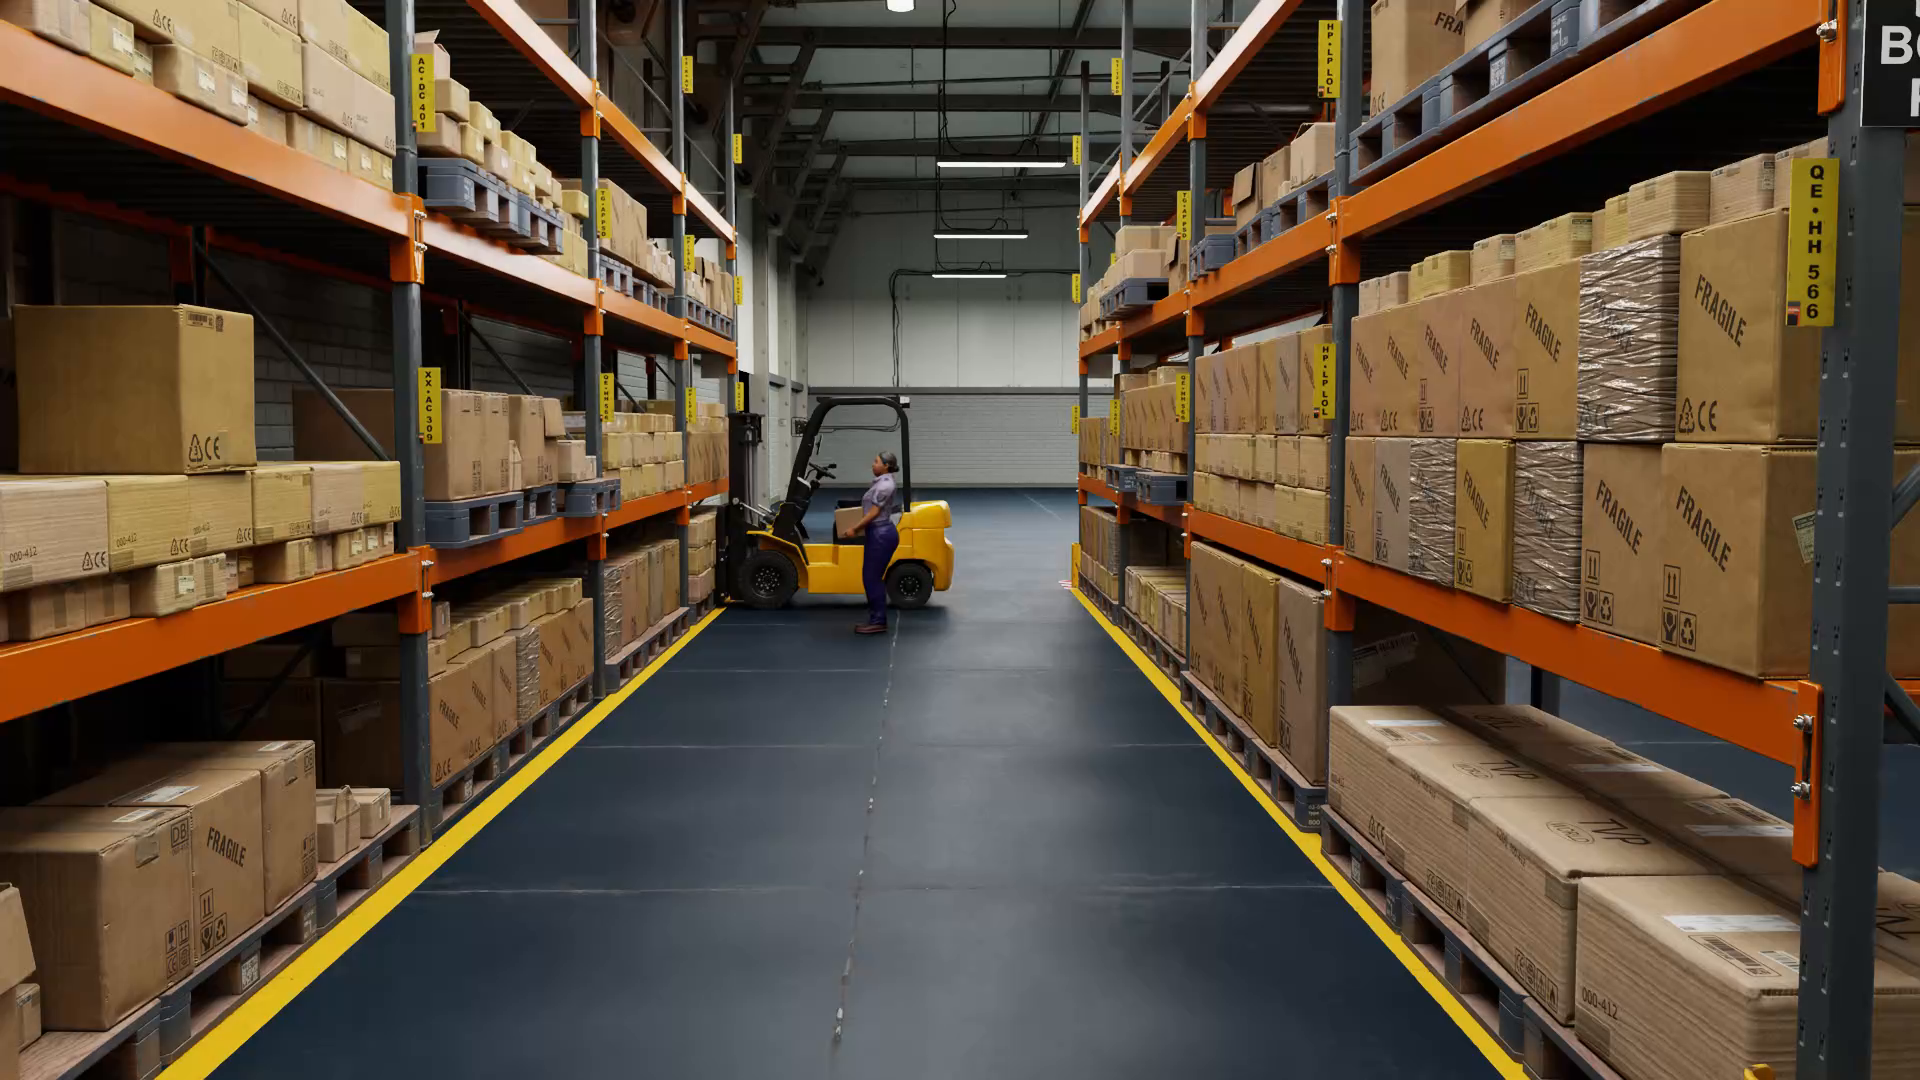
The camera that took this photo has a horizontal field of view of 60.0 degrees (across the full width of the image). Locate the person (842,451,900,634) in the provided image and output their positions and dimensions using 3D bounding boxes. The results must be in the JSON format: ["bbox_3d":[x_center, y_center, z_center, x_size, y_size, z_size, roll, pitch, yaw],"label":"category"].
[{"bbox_3d":[-0.801,0.026,14.985,0.513,1.614,0.453,0,4,0],"label":"person"}]
